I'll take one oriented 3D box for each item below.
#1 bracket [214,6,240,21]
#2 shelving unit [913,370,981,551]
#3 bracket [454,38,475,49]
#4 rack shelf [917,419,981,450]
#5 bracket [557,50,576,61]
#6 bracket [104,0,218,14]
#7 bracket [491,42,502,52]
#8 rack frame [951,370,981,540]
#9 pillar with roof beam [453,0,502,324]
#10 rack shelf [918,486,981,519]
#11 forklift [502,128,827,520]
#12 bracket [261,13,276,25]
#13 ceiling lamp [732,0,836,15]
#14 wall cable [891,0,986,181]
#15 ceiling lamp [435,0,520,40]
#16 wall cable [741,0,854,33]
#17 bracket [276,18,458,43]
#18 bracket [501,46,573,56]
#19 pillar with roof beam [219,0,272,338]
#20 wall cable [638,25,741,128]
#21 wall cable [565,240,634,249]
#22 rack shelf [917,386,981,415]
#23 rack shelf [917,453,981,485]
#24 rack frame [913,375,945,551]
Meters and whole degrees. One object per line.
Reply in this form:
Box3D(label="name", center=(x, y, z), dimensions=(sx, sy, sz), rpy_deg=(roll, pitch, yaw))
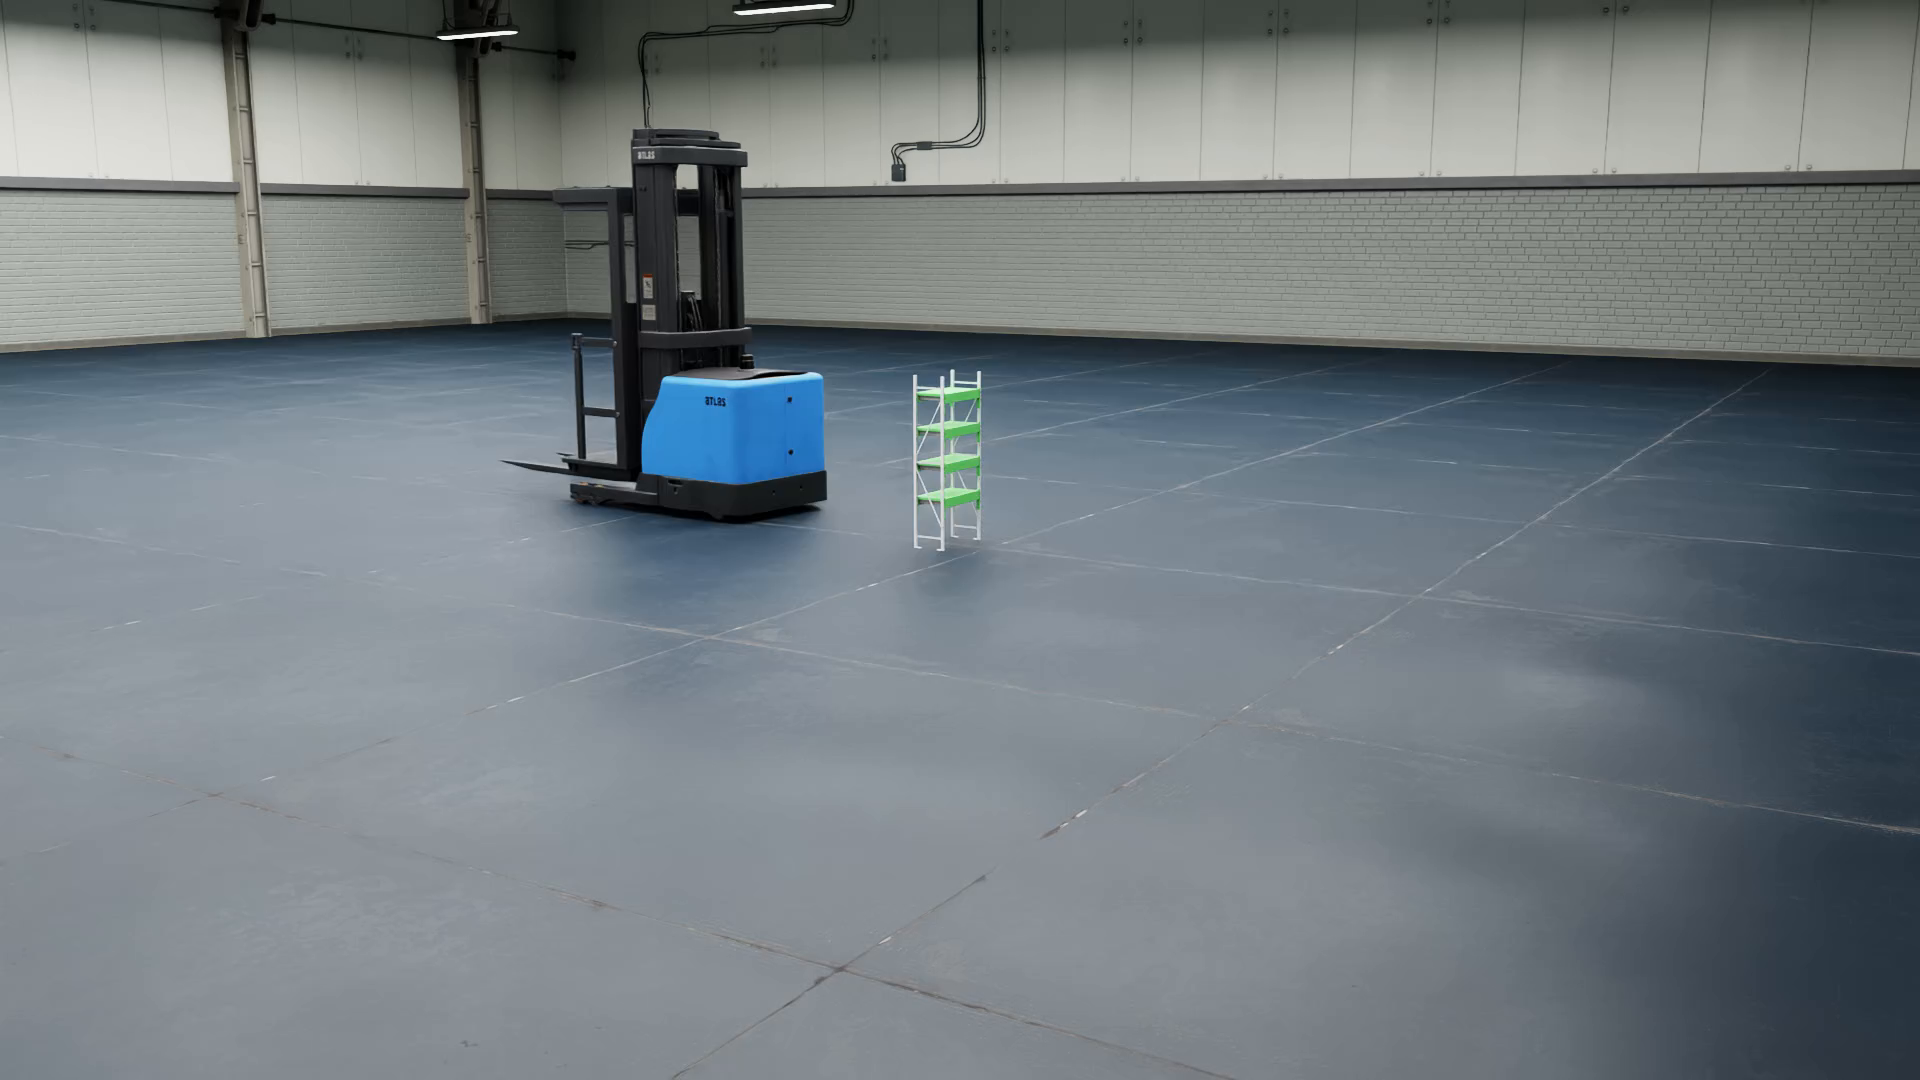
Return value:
Box3D(label="bracket", center=(-14.274, -10.245, 32.355), dimensions=(0.235, 0.232, 0.430), rpy_deg=(6, 12, 31))
Box3D(label="shelving unit", center=(-0.086, -0.564, 11.619), dimensions=(0.258, 1.200, 0.503), rpy_deg=(6, 12, 31))
Box3D(label="bracket", center=(-11.159, -11.188, 37.395), dimensions=(0.235, 0.232, 0.430), rpy_deg=(6, 12, 31))
Box3D(label="rack shelf", center=(-0.086, -0.737, 11.587), dimensions=(0.258, 0.148, 0.480), rpy_deg=(6, 12, 31))
Box3D(label="bracket", center=(-9.497, -11.692, 40.083), dimensions=(0.235, 0.232, 0.430), rpy_deg=(6, 12, 31))
Box3D(label="bracket", center=(-15.611, -9.839, 30.190), dimensions=(0.076, 0.066, 4.783), rpy_deg=(6, 12, 31))
Box3D(label="bracket", center=(-10.728, -11.319, 38.092), dimensions=(0.235, 0.232, 0.430), rpy_deg=(6, 12, 31))
Box3D(label="rack frame", center=(0.041, -0.602, 11.824), dimensions=(0.240, 1.200, 0.015), rpy_deg=(6, 12, 31))
Box3D(label="pillar with roof beam", center=(-7.567, -9.107, 36.059), dimensions=(9.100, 9.000, 0.548), rpy_deg=(6, 12, 31))
Box3D(label="rack shelf", center=(-0.086, -0.265, 11.675), dimensions=(0.258, 0.148, 0.480), rpy_deg=(6, 12, 31))
Box3D(label="forklift", center=(-2.538, -1.786, 13.442), dimensions=(3.031, 2.935, 1.130), rpy_deg=(8, 13, 36))
Box3D(label="bracket", center=(-13.843, -10.375, 33.052), dimensions=(0.235, 0.232, 0.430), rpy_deg=(6, 12, 31))
Box3D(label="ceiling lamp", center=(-2.877, -10.620, 28.278), dimensions=(2.000, 3.185, 0.800), rpy_deg=(6, 12, 31))
Box3D(label="wall cable", center=(-0.481, -10.617, 34.885), dimensions=(2.305, 6.003, 0.169), rpy_deg=(6, 12, 31))
Box3D(label="ceiling lamp", center=(-9.193, -11.326, 32.049), dimensions=(2.000, 3.185, 0.800), rpy_deg=(6, 12, 31))
Box3D(label="wall cable", center=(-3.630, -12.493, 36.499), dimensions=(3.097, 2.526, 0.112), rpy_deg=(6, 12, 31))
Box3D(label="bracket", center=(-12.496, -10.783, 35.231), dimensions=(0.076, 0.066, 4.783), rpy_deg=(6, 12, 31))
Box3D(label="bracket", center=(-9.804, -11.599, 39.587), dimensions=(0.076, 0.066, 3.189), rpy_deg=(6, 12, 31))
Box3D(label="pillar with roof beam", center=(-10.682, -8.163, 31.019), dimensions=(9.100, 9.000, 0.548), rpy_deg=(6, 12, 31))
Box3D(label="wall cable", center=(-6.275, -10.553, 38.497), dimensions=(3.097, 2.526, 0.112), rpy_deg=(6, 12, 31))
Box3D(label="wall cable", center=(-8.587, -8.329, 40.342), dimensions=(3.097, 2.526, 0.112), rpy_deg=(6, 12, 31))
Box3D(label="rack shelf", center=(-0.086, -0.973, 11.543), dimensions=(0.258, 0.148, 0.480), rpy_deg=(6, 12, 31))
Box3D(label="rack shelf", center=(-0.086, -0.501, 11.631), dimensions=(0.258, 0.148, 0.480), rpy_deg=(6, 12, 31))
Box3D(label="rack frame", center=(-0.213, -0.525, 11.414), dimensions=(0.240, 1.200, 0.015), rpy_deg=(6, 12, 31))
